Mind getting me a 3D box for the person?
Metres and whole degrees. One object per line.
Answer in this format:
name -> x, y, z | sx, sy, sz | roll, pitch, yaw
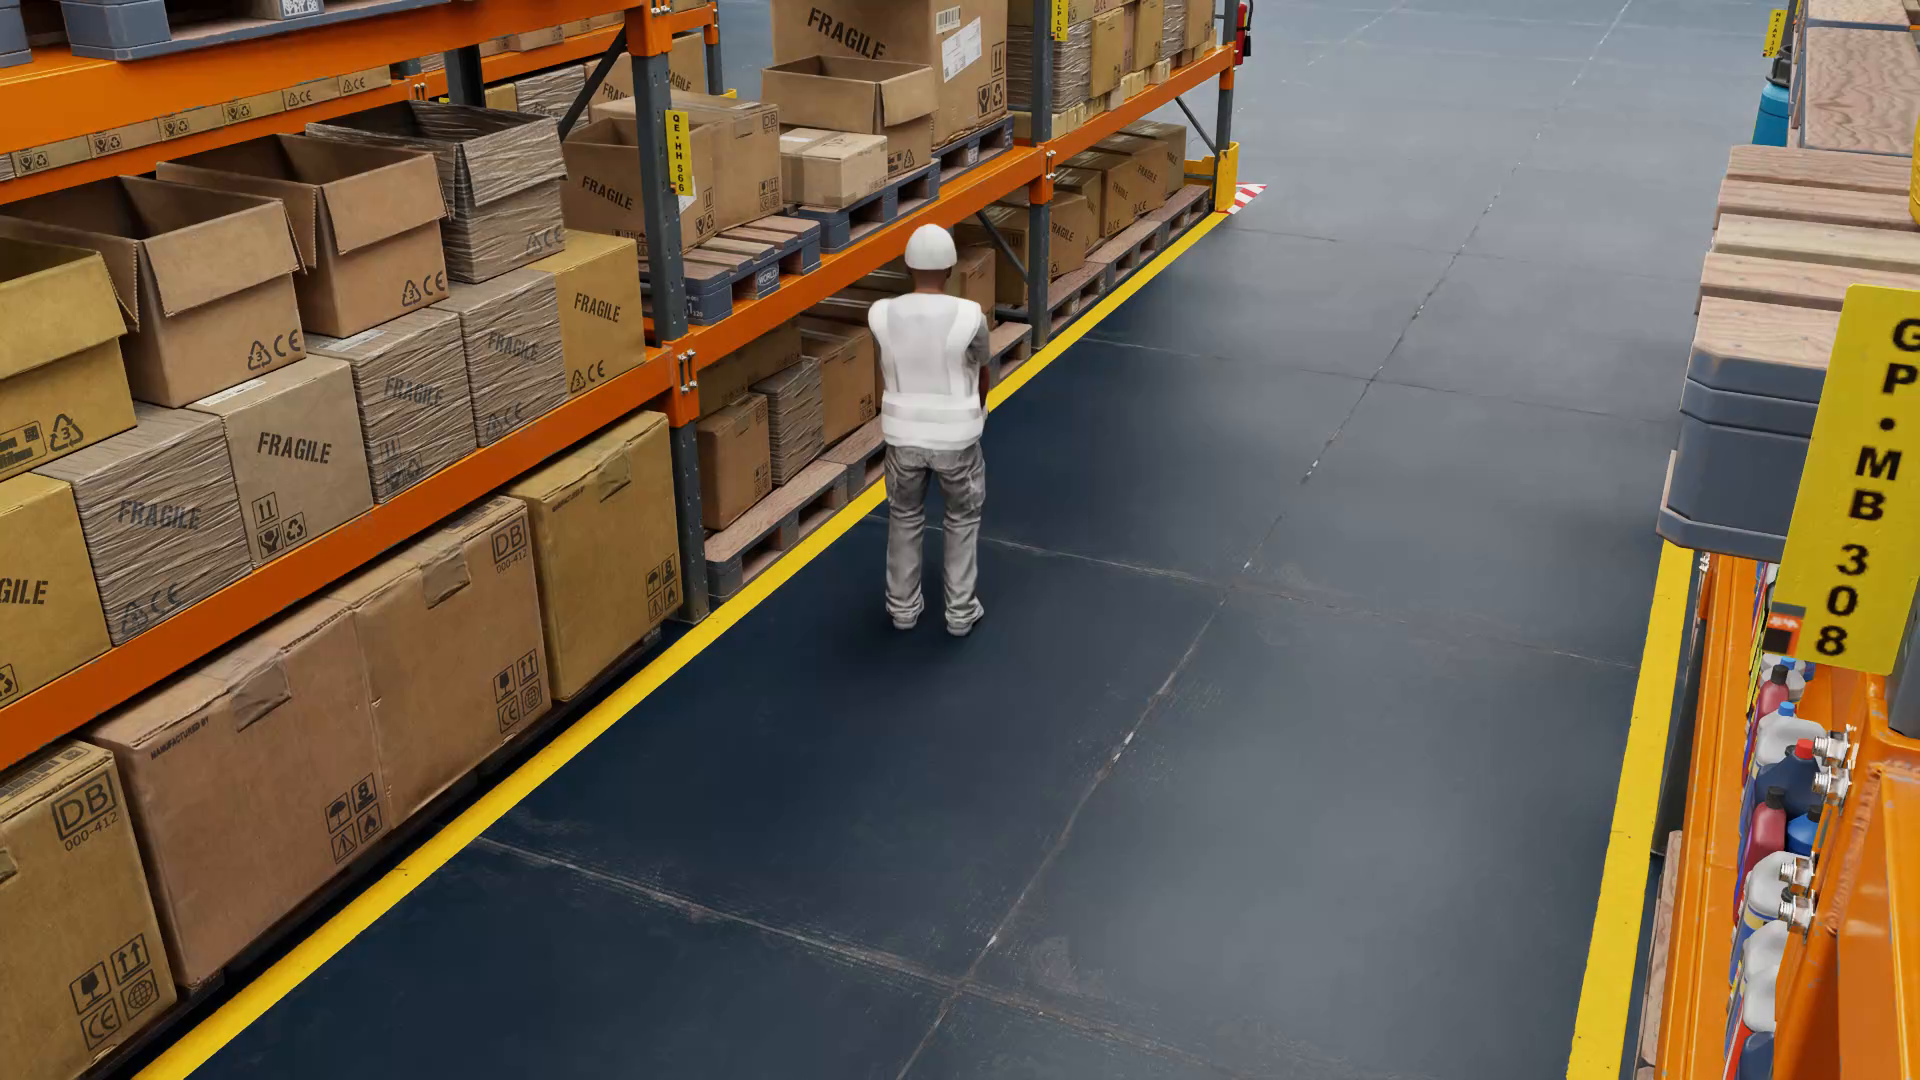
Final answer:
person -> -0.108, -0.479, 7.082 | 0.492, 1.777, 0.577 | 5, 26, 11
